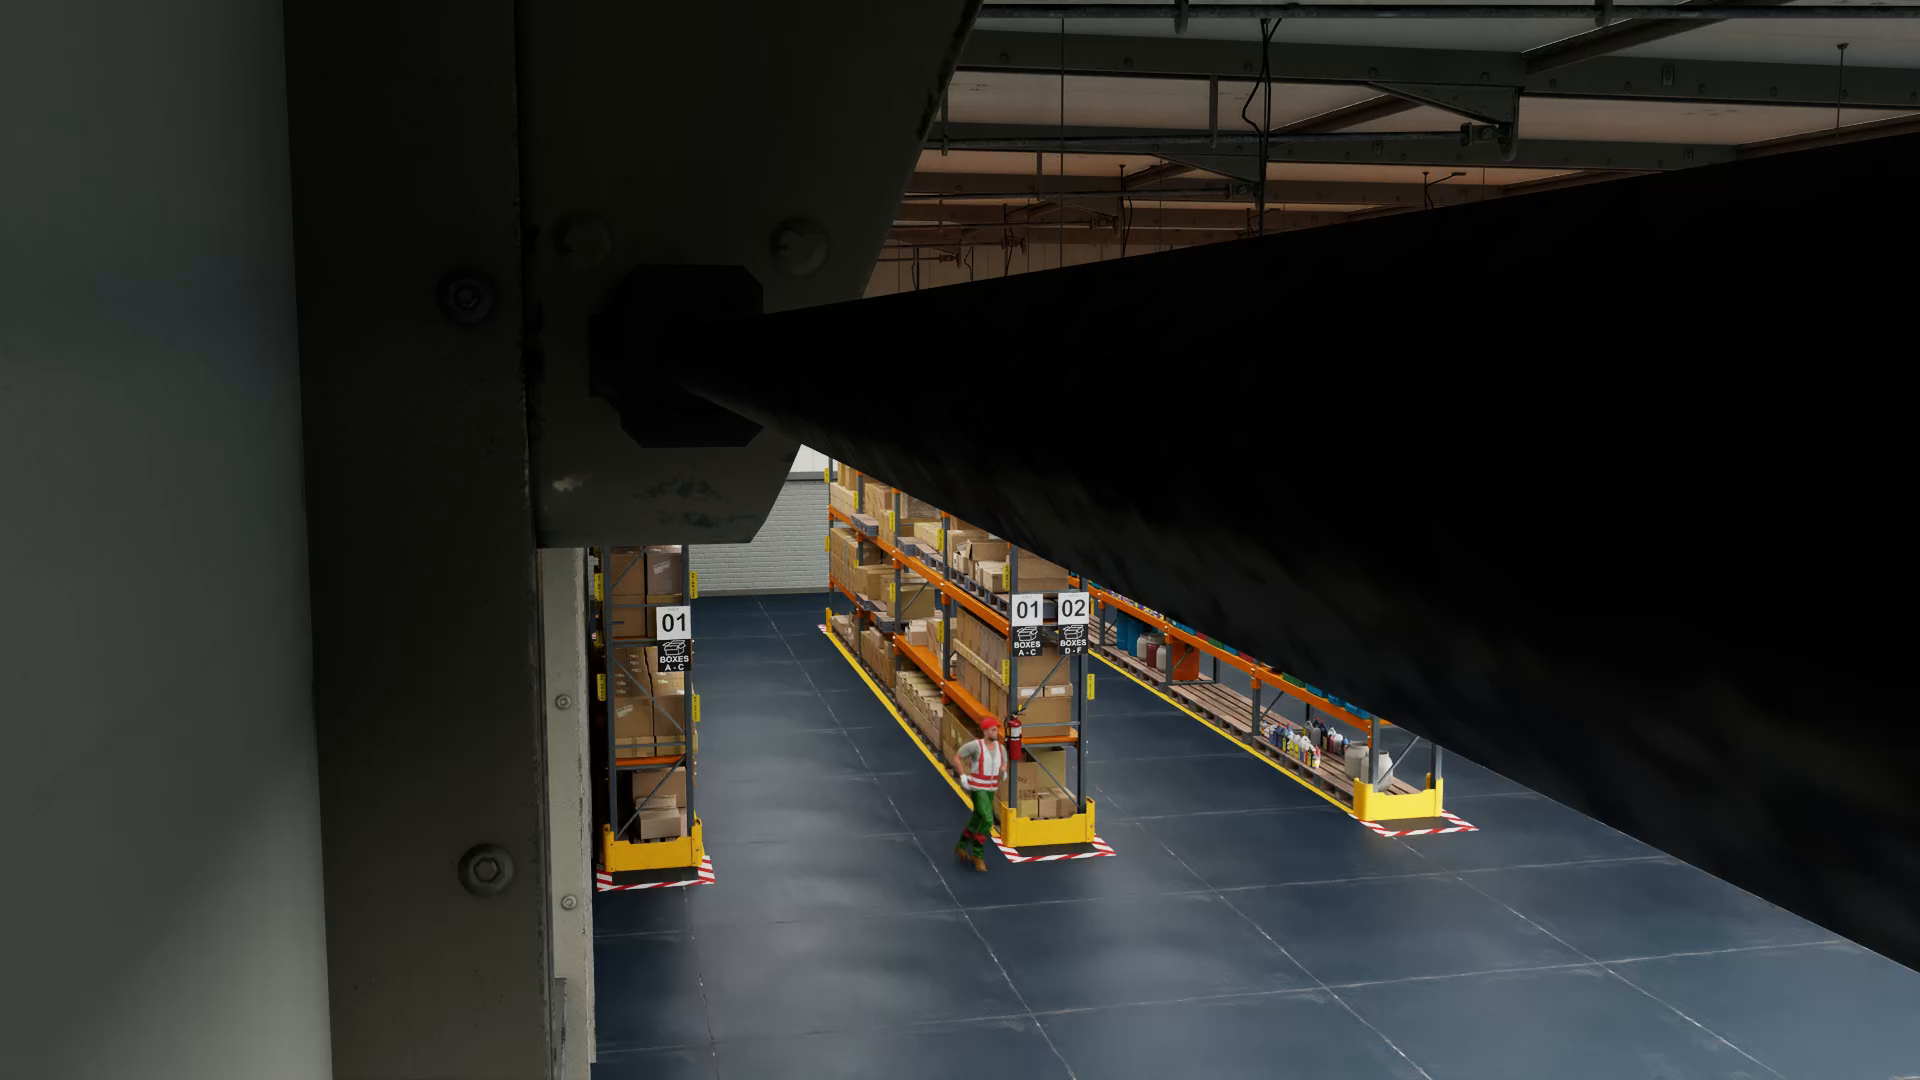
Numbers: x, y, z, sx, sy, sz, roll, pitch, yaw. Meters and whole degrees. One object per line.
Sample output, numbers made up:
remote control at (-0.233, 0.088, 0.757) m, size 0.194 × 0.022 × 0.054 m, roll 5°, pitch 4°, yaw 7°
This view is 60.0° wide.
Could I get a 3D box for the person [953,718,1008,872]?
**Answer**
person at (0.299, 3.066, 20.250) m, size 0.701 × 1.818 × 0.660 m, roll 7°, pitch 10°, yaw 45°
